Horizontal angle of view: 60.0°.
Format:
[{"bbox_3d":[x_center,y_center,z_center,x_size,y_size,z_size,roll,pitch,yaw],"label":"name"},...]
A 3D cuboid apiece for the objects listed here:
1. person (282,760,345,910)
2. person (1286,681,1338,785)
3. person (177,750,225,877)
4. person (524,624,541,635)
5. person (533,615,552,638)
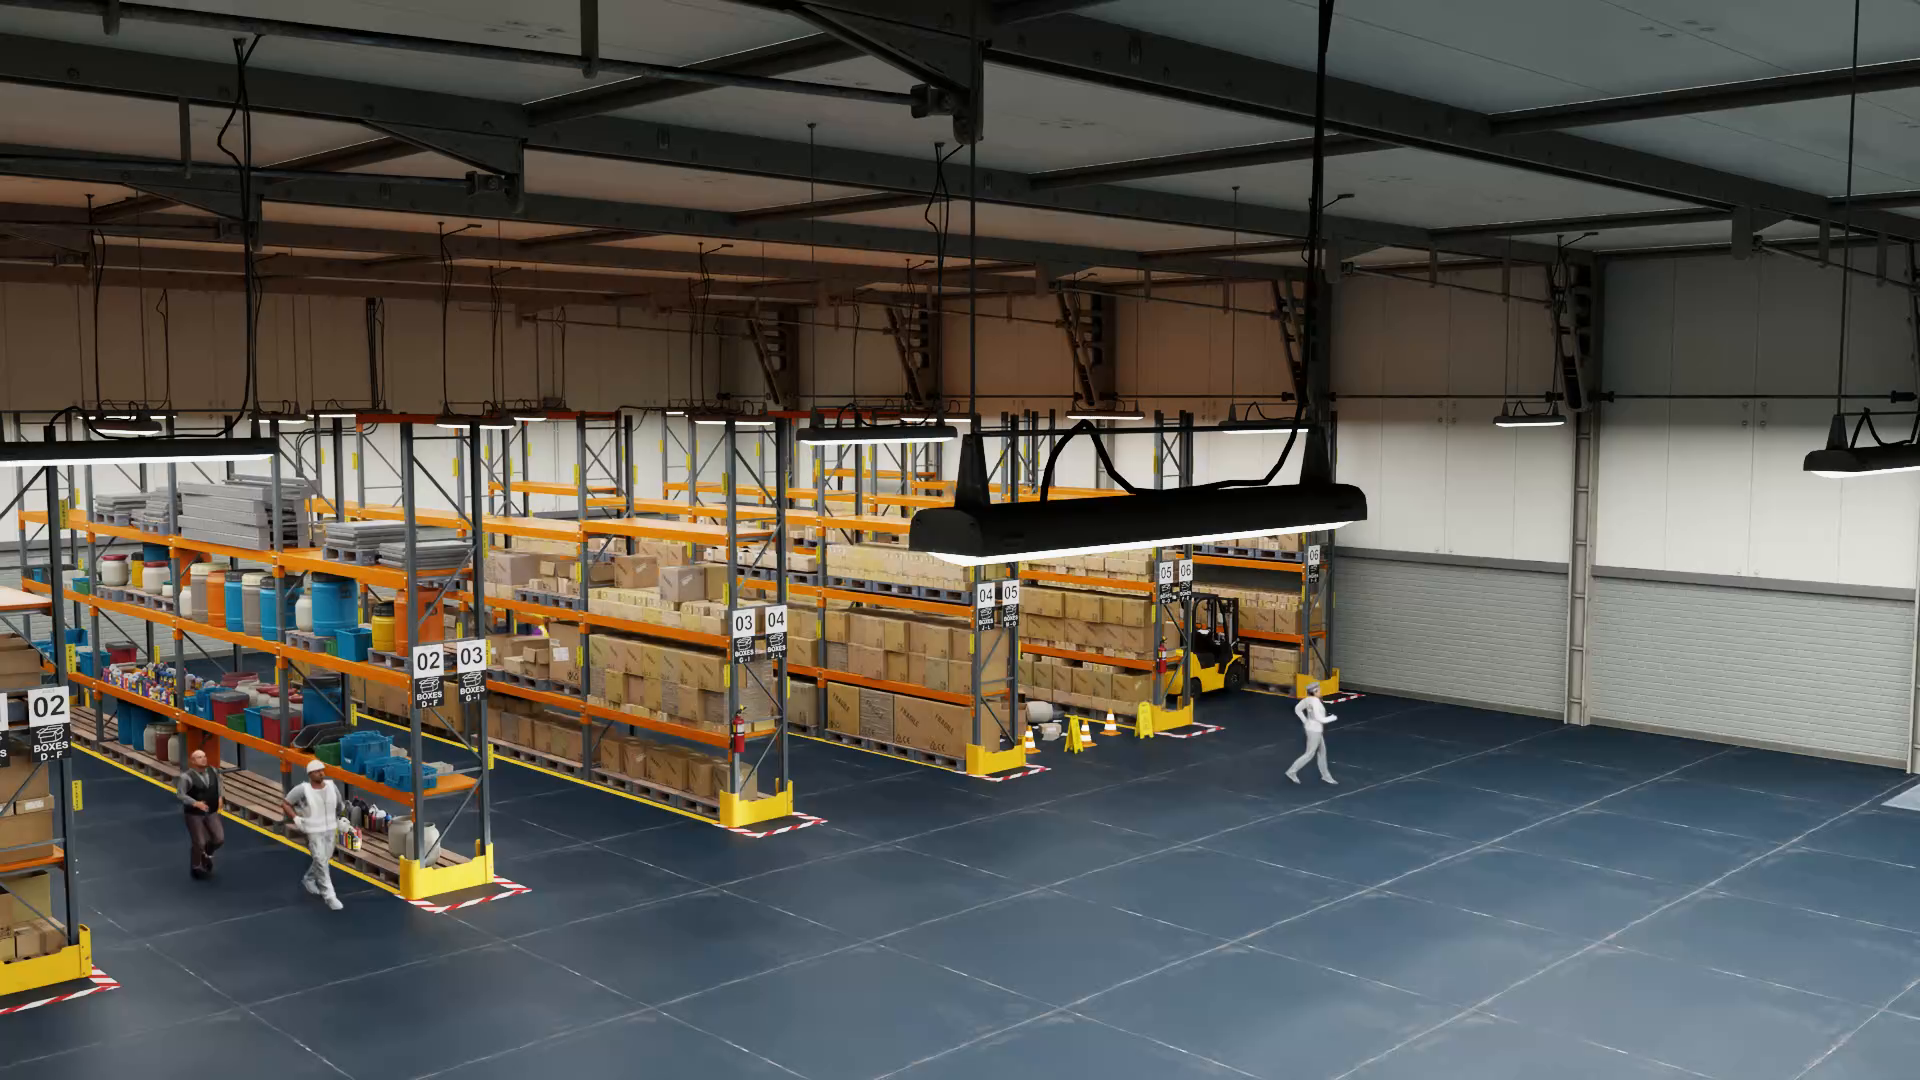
[{"bbox_3d":[-7.935,3.613,20.630,0.940,1.782,0.681,3,6,35],"label":"person"},{"bbox_3d":[5.710,3.131,26.893,0.888,1.721,0.599,0,5,-1],"label":"person"},{"bbox_3d":[-9.912,3.587,21.839,0.586,1.680,0.689,4,6,36],"label":"person"},{"bbox_3d":[-10.427,1.935,40.864,0.680,1.790,0.763,2,5,19],"label":"person"},{"bbox_3d":[-8.721,2.403,35.069,0.712,1.785,0.986,-5,7,-42],"label":"person"}]
